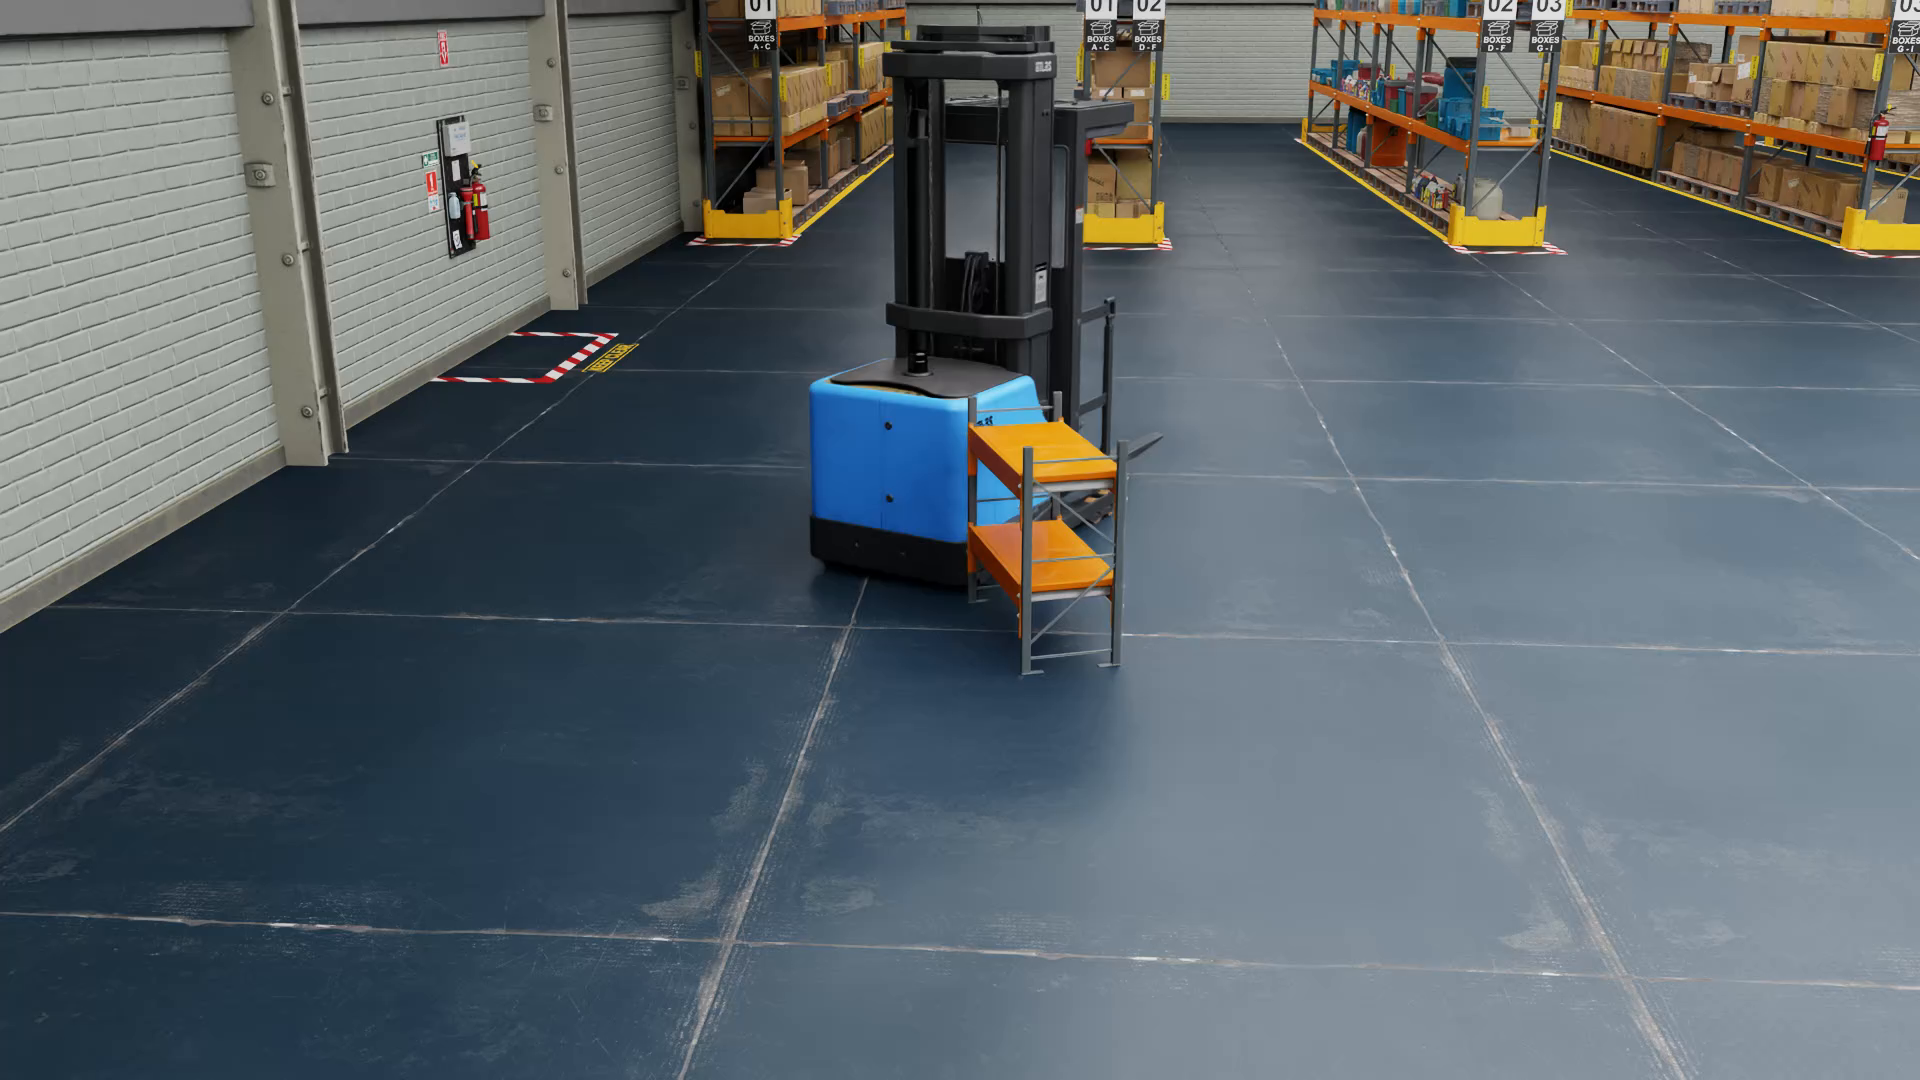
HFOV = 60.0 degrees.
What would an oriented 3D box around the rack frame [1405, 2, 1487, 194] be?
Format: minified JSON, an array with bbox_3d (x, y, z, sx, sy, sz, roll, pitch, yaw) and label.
[{"bbox_3d":[7.315,-6.513,24.983,1.000,3.000,0.127,1,18,4],"label":"rack frame"}]

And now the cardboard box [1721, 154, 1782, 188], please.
[{"bbox_3d":[12.374,-5.762,25.998,0.700,0.500,0.500,1,18,4],"label":"cardboard box"}]

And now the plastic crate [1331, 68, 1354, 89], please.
[{"bbox_3d":[7.582,-9.171,33.025,0.392,0.384,0.575,1,18,4],"label":"plastic crate"}]

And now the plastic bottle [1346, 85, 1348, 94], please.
[{"bbox_3d":[7.407,-8.589,31.637,0.097,0.201,0.097,0,18,0],"label":"plastic bottle"}]

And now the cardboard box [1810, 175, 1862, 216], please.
[{"bbox_3d":[12.103,-4.746,22.930,0.500,0.500,0.500,3,18,9],"label":"cardboard box"}]

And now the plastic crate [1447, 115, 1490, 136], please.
[{"bbox_3d":[6.818,-5.564,22.325,0.499,0.251,0.408,1,18,4],"label":"plastic crate"}]

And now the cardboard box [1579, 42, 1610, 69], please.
[{"bbox_3d":[12.635,-9.618,33.018,0.500,0.500,0.500,1,18,4],"label":"cardboard box"}]

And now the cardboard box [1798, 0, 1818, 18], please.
[{"bbox_3d":[11.888,-7.304,22.821,0.500,0.250,0.500,1,18,2],"label":"cardboard box"}]

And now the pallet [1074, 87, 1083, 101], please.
[{"bbox_3d":[2.640,-7.988,29.793,1.213,0.211,1.003,1,18,4],"label":"pallet"}]

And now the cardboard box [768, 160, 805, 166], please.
[{"bbox_3d":[-2.601,-5.432,24.993,0.500,0.500,0.500,0,18,0],"label":"cardboard box"}]

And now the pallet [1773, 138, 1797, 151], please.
[{"bbox_3d":[17.957,-8.387,35.181,1.003,0.211,1.213,1,18,4],"label":"pallet"}]

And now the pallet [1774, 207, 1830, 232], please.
[{"bbox_3d":[12.158,-4.488,23.282,1.003,0.211,1.213,1,18,4],"label":"pallet"}]

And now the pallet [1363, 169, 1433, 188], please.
[{"bbox_3d":[7.508,-6.191,28.477,1.003,0.211,1.213,1,18,4],"label":"pallet"}]

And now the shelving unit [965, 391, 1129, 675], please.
[{"bbox_3d":[0.410,-0.064,8.312,0.538,1.125,1.048,-4,19,-13],"label":"shelving unit"}]

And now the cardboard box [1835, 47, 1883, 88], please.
[{"bbox_3d":[11.792,-6.156,21.650,0.500,0.500,0.500,1,18,4],"label":"cardboard box"}]

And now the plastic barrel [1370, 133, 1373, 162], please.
[{"bbox_3d":[7.571,-7.103,30.103,0.421,0.512,0.421,0,18,0],"label":"plastic barrel"}]

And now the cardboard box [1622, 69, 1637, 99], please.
[{"bbox_3d":[12.443,-8.325,30.353,0.500,0.500,0.500,2,18,5],"label":"cardboard box"}]

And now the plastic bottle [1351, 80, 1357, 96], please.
[{"bbox_3d":[7.392,-8.444,31.075,0.152,0.276,0.135,1,18,4],"label":"plastic bottle"}]

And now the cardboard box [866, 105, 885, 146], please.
[{"bbox_3d":[-1.910,-8.192,32.885,0.750,0.750,0.750,1,18,5],"label":"cardboard box"}]

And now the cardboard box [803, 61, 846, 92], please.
[{"bbox_3d":[-2.316,-7.913,28.388,0.700,0.500,0.500,0,18,-1],"label":"cardboard box"}]

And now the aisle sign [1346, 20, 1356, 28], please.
[{"bbox_3d":[8.473,-11.491,36.001,0.394,0.787,0.004,1,18,4],"label":"aisle sign"}]

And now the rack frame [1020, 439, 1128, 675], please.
[{"bbox_3d":[0.534,0.089,7.844,0.500,1.125,0.032,-4,19,-13],"label":"rack frame"}]

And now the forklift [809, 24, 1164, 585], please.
[{"bbox_3d":[0.340,-1.557,9.967,1.130,2.935,3.031,11,21,29],"label":"forklift"}]

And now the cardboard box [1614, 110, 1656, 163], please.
[{"bbox_3d":[12.684,-7.326,30.200,1.225,0.875,0.875,1,18,4],"label":"cardboard box"}]

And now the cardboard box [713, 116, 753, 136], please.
[{"bbox_3d":[-3.013,-5.580,22.344,0.500,0.250,0.500,2,18,5],"label":"cardboard box"}]

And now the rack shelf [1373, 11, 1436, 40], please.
[{"bbox_3d":[7.459,-8.218,26.524,1.077,0.370,4.000,1,18,4],"label":"rack shelf"}]

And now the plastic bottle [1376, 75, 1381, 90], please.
[{"bbox_3d":[8.005,-8.685,31.690,0.144,0.351,0.185,1,18,4],"label":"plastic bottle"}]

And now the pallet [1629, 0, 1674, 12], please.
[{"bbox_3d":[12.613,-9.529,29.674,1.003,0.211,1.213,2,18,6],"label":"pallet"}]

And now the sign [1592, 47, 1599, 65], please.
[{"bbox_3d":[12.275,-9.348,32.118,0.100,0.325,0.005,1,18,4],"label":"sign"}]

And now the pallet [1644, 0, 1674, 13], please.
[{"bbox_3d":[12.535,-9.182,28.614,1.213,0.211,1.003,2,18,6],"label":"pallet"}]

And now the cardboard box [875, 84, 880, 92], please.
[{"bbox_3d":[-1.753,-8.756,32.200,0.380,0.149,0.250,1,18,4],"label":"cardboard box"}]

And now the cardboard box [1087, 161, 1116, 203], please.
[{"bbox_3d":[1.830,-4.805,22.308,0.500,0.500,0.500,1,18,4],"label":"cardboard box"}]

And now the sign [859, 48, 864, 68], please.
[{"bbox_3d":[-1.738,-8.480,29.254,0.100,0.325,0.005,1,18,4],"label":"sign"}]

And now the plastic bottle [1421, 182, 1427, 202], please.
[{"bbox_3d":[6.776,-5.081,24.269,0.061,0.283,0.133,2,18,6],"label":"plastic bottle"}]

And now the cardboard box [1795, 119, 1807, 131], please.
[{"bbox_3d":[11.846,-5.757,23.079,0.380,0.149,0.250,1,18,4],"label":"cardboard box"}]

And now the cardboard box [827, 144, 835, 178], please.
[{"bbox_3d":[-2.466,-6.304,27.652,0.700,0.500,0.500,1,18,5],"label":"cardboard box"}]

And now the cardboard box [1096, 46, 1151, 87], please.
[{"bbox_3d":[2.138,-6.208,21.807,0.700,0.500,0.500,1,18,4],"label":"cardboard box"}]

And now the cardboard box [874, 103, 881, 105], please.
[{"bbox_3d":[-1.901,-9.370,36.000,0.380,0.149,0.250,1,18,4],"label":"cardboard box"}]

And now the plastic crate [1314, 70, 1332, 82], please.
[{"bbox_3d":[7.782,-9.915,35.539,0.416,0.233,0.300,1,18,4],"label":"plastic crate"}]

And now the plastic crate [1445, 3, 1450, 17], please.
[{"bbox_3d":[6.930,-7.354,23.072,0.336,0.188,0.450,1,18,4],"label":"plastic crate"}]

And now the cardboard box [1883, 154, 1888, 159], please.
[{"bbox_3d":[17.415,-7.369,30.935,0.500,0.500,0.500,2,18,6],"label":"cardboard box"}]

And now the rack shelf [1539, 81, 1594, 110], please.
[{"bbox_3d":[12.972,-9.167,34.236,1.077,0.370,4.000,1,18,4],"label":"rack shelf"}]

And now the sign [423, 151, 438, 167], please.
[{"bbox_3d":[-4.444,-3.199,13.961,0.001,0.109,0.331,1,18,4],"label":"sign"}]

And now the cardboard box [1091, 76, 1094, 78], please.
[{"bbox_3d":[2.128,-6.744,24.484,0.380,0.149,0.250,1,18,2],"label":"cardboard box"}]

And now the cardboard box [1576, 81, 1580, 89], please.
[{"bbox_3d":[12.579,-9.110,33.310,0.380,0.149,0.250,2,18,5],"label":"cardboard box"}]

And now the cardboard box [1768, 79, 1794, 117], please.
[{"bbox_3d":[12.090,-6.299,23.690,0.875,0.500,0.500,1,18,4],"label":"cardboard box"}]

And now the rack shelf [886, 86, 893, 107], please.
[{"bbox_3d":[-1.850,-9.498,35.249,1.077,0.370,4.000,1,18,4],"label":"rack shelf"}]

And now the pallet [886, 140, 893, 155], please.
[{"bbox_3d":[-1.860,-8.128,34.391,1.003,0.211,1.213,1,18,4],"label":"pallet"}]

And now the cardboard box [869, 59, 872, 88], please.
[{"bbox_3d":[-1.906,-8.637,30.794,0.500,0.500,0.500,1,18,4],"label":"cardboard box"}]

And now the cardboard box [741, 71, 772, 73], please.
[{"bbox_3d":[-2.917,-6.411,23.676,0.500,0.500,0.500,2,18,5],"label":"cardboard box"}]

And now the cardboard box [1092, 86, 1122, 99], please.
[{"bbox_3d":[1.925,-5.861,21.792,0.380,0.149,0.250,1,18,3],"label":"cardboard box"}]
